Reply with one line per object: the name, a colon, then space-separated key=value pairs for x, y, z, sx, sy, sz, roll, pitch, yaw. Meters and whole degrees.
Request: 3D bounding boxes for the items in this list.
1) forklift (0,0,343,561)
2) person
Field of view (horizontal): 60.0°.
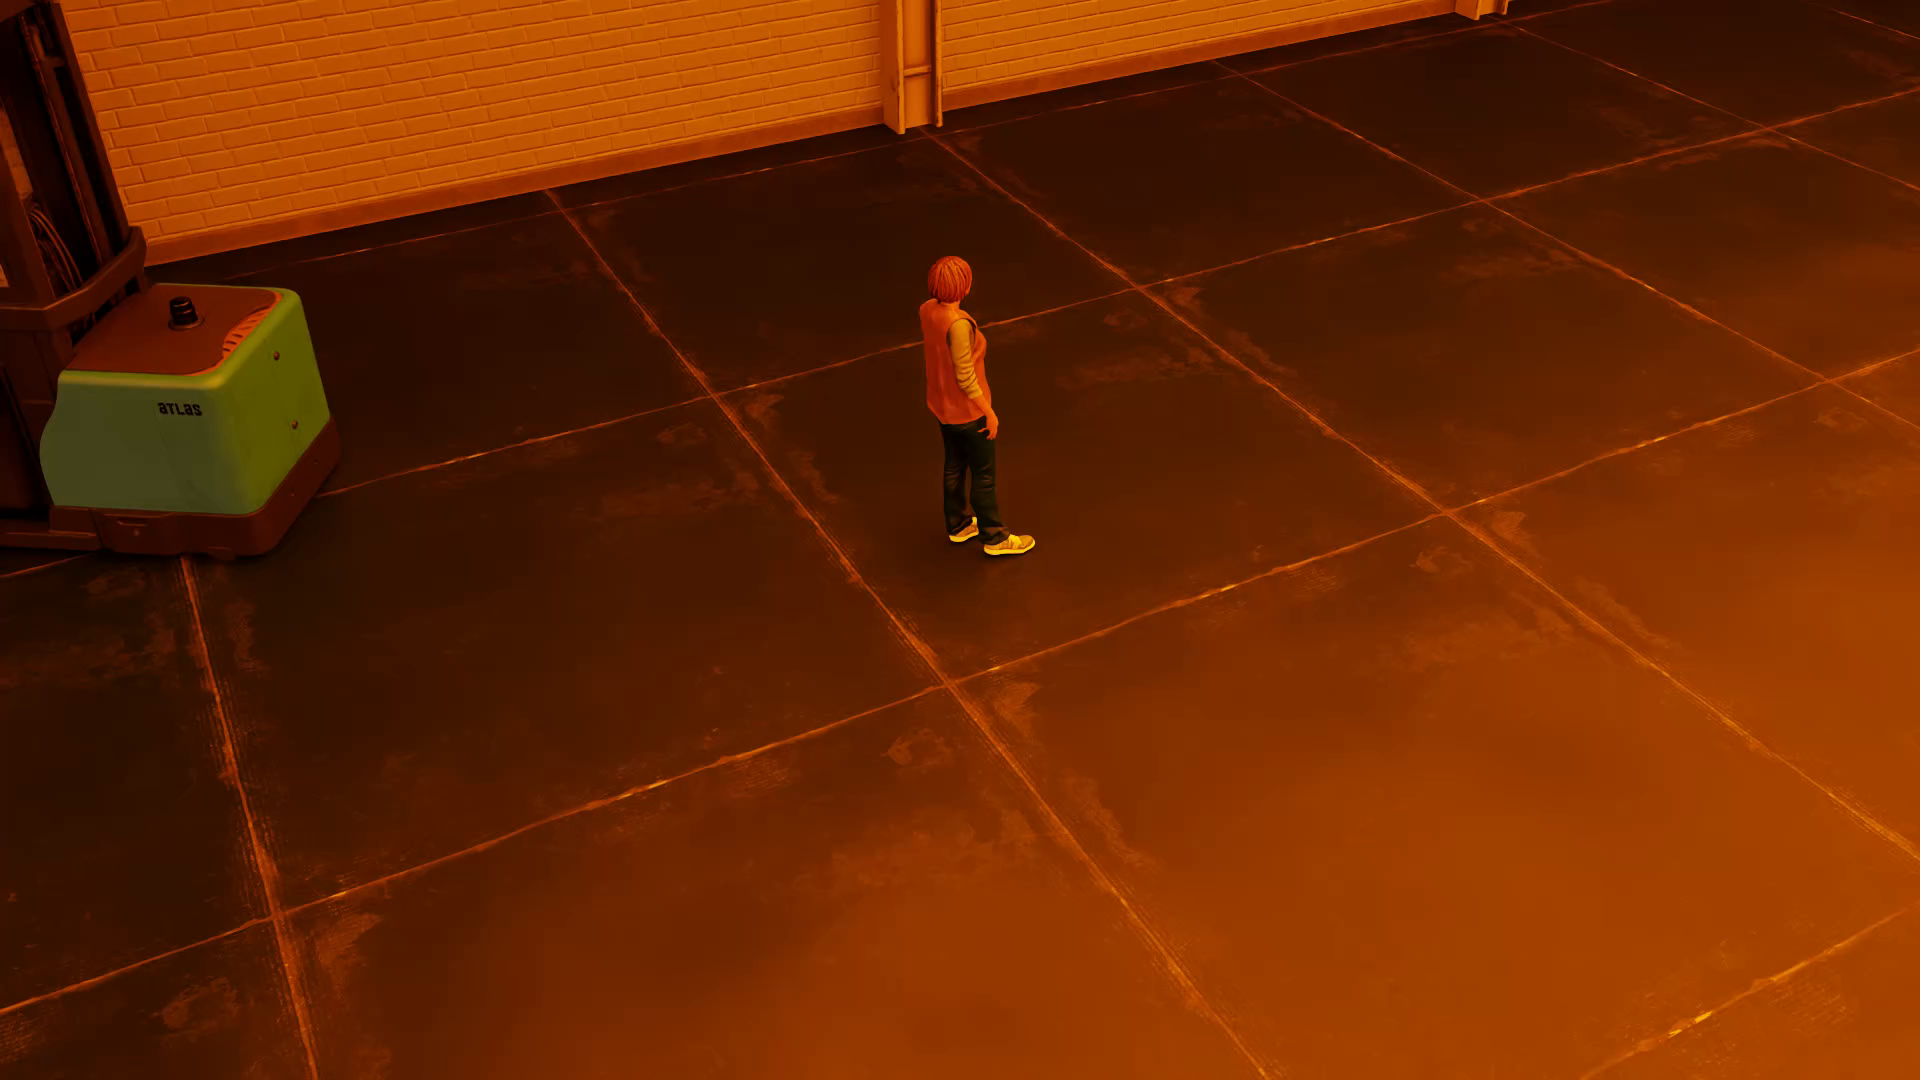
forklift: x=-4.962 y=-1.434 z=8.151 sx=3.031 sy=2.935 sz=1.130 roll=3 pitch=35 yaw=4
person: x=0.072 y=-0.671 z=8.215 sx=0.476 sy=1.597 sz=0.520 roll=-17 pitch=39 yaw=-23
